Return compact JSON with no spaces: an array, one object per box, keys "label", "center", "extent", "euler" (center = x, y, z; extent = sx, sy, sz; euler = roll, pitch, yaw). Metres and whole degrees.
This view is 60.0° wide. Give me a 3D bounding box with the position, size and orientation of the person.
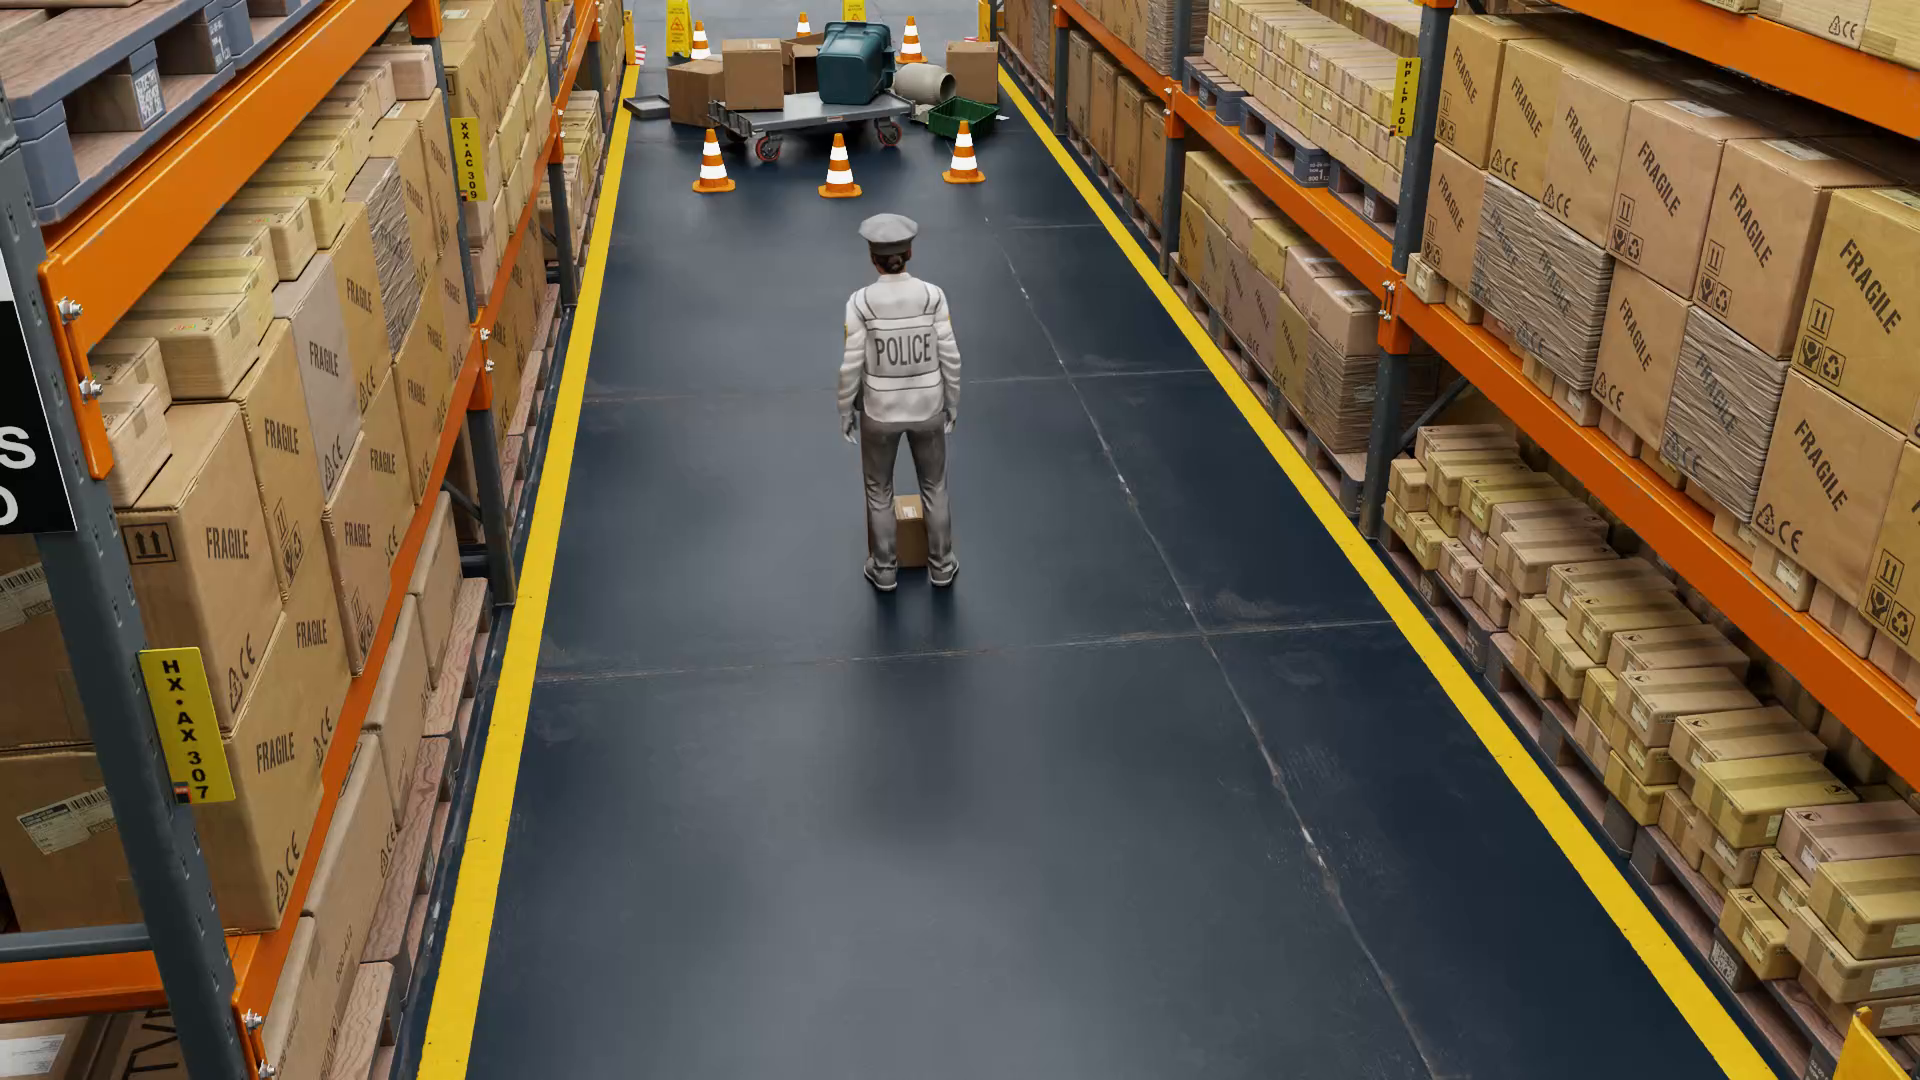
[{"label":"person","center":[-0.258,-0.556,7.190],"extent":[0.545,1.663,0.376],"euler":[-5,28,-10]}]
